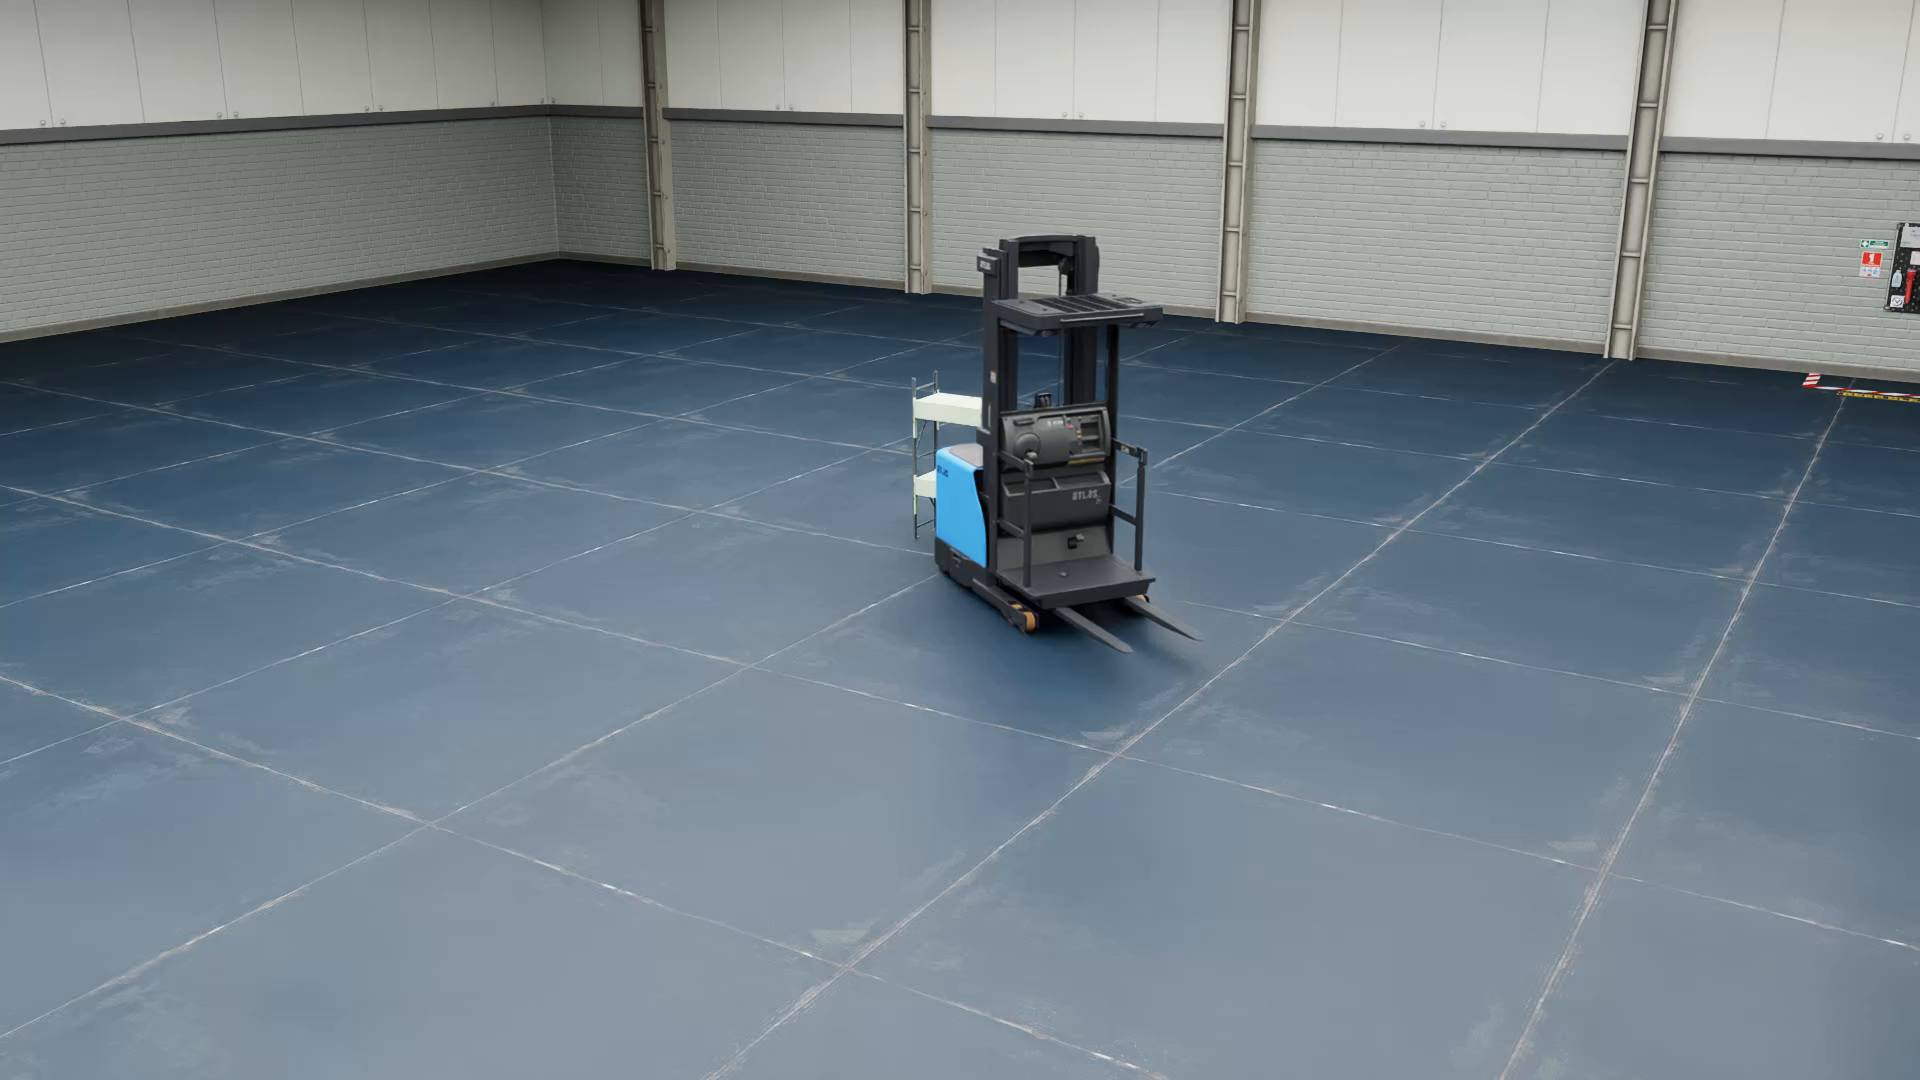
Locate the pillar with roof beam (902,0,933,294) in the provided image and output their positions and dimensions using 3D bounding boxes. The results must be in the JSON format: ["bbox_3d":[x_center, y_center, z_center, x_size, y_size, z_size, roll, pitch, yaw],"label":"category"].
[{"bbox_3d":[-2.993,-7.690,25.085,0.400,9.000,9.100,10,20,30],"label":"pillar with roof beam"}]

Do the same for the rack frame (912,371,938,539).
[{"bbox_3d":[-0.318,-0.774,15.219,0.023,1.500,0.400,10,20,30],"label":"rack frame"}]

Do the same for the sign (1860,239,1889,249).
[{"bbox_3d":[12.095,-3.911,21.991,0.331,0.109,0.001,10,20,30],"label":"sign"}]

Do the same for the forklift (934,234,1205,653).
[{"bbox_3d":[0.854,-0.827,12.930,1.130,2.935,3.031,-8,18,-24],"label":"forklift"}]

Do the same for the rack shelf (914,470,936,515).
[{"bbox_3d":[-0.006,-0.407,15.130,0.720,0.370,0.431,10,20,30],"label":"rack shelf"}]

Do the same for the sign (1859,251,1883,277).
[{"bbox_3d":[12.095,-3.660,22.078,0.234,0.329,0.001,10,20,30],"label":"sign"}]

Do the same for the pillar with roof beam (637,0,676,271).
[{"bbox_3d":[-8.106,-8.603,28.089,0.400,9.000,9.100,10,20,30],"label":"pillar with roof beam"}]

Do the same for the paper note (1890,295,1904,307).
[{"bbox_3d":[12.398,-3.156,21.995,0.142,0.148,0.016,10,20,30],"label":"paper note"}]

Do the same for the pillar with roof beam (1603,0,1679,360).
[{"bbox_3d":[7.233,-5.865,19.076,0.400,9.000,9.100,10,20,30],"label":"pillar with roof beam"}]

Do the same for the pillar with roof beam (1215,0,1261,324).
[{"bbox_3d":[2.120,-6.778,22.080,0.400,9.000,9.100,10,20,30],"label":"pillar with roof beam"}]

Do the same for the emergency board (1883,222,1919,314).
[{"bbox_3d":[12.513,-3.534,21.722,0.643,1.169,0.194,10,20,30],"label":"emergency board"}]

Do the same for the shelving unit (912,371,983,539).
[{"bbox_3d":[-0.006,-0.719,15.035,0.755,1.500,0.431,10,20,30],"label":"shelving unit"}]

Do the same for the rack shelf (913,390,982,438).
[{"bbox_3d":[-0.006,-1.092,14.922,0.720,0.370,0.431,10,20,30],"label":"rack shelf"}]
